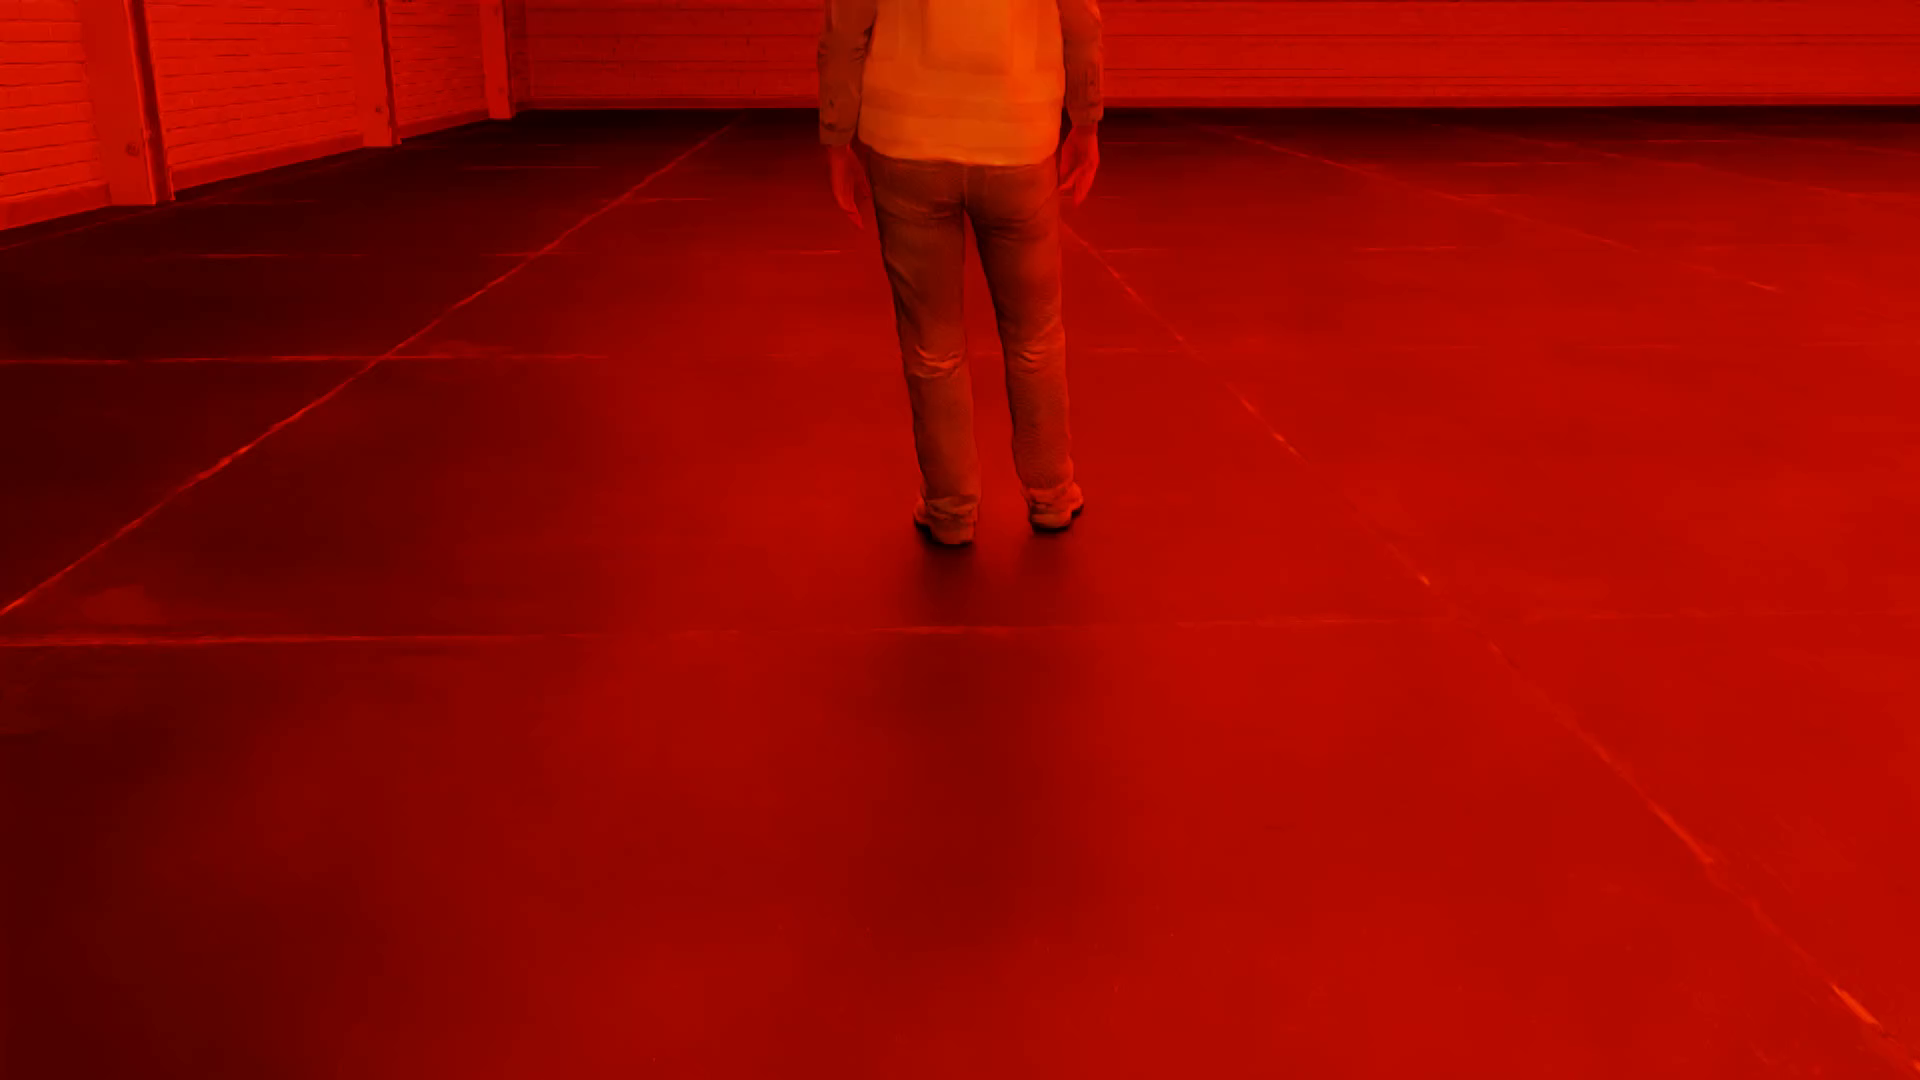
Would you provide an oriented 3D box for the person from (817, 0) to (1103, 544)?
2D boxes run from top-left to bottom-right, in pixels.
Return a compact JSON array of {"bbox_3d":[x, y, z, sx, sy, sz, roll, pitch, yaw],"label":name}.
[{"bbox_3d":[0.005,-0.874,3.716,0.632,1.773,0.567,-1,17,-3],"label":"person"}]
